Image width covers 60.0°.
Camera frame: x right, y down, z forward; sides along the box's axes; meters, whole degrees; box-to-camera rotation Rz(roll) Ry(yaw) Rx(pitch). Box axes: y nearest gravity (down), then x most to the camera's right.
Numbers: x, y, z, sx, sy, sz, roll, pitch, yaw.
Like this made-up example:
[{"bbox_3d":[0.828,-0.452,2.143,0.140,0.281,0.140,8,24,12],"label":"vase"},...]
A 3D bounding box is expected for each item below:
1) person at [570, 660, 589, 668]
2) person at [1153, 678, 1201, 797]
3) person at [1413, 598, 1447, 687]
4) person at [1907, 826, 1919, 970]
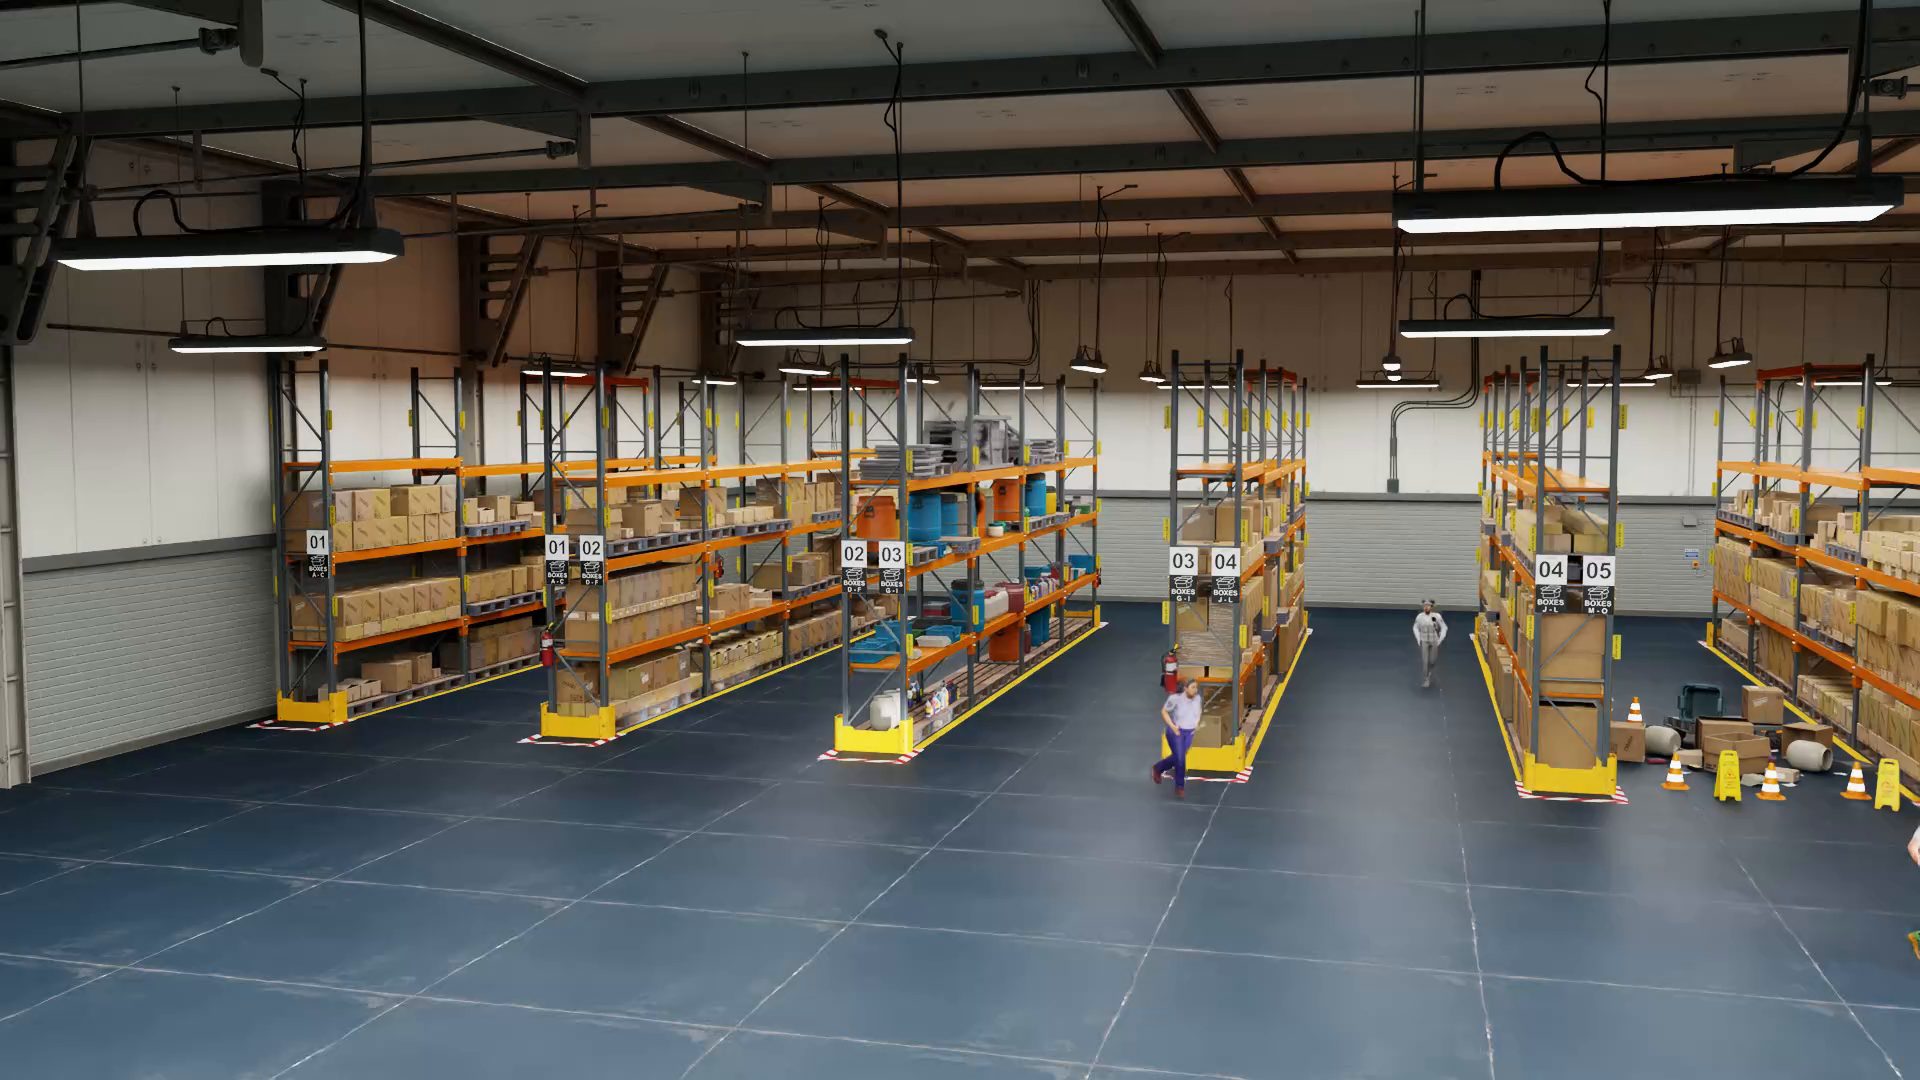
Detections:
[{"bbox_3d":[-6.715,2.073,29.532,0.580,1.607,0.701,1,4,11],"label":"person"},{"bbox_3d":[2.921,2.628,22.411,0.618,1.624,0.834,-2,5,-27],"label":"person"},{"bbox_3d":[8.877,1.922,31.426,0.626,1.681,0.621,2,4,21],"label":"person"},{"bbox_3d":[8.878,3.060,14.898,0.656,1.739,0.587,-4,6,-42],"label":"person"}]
